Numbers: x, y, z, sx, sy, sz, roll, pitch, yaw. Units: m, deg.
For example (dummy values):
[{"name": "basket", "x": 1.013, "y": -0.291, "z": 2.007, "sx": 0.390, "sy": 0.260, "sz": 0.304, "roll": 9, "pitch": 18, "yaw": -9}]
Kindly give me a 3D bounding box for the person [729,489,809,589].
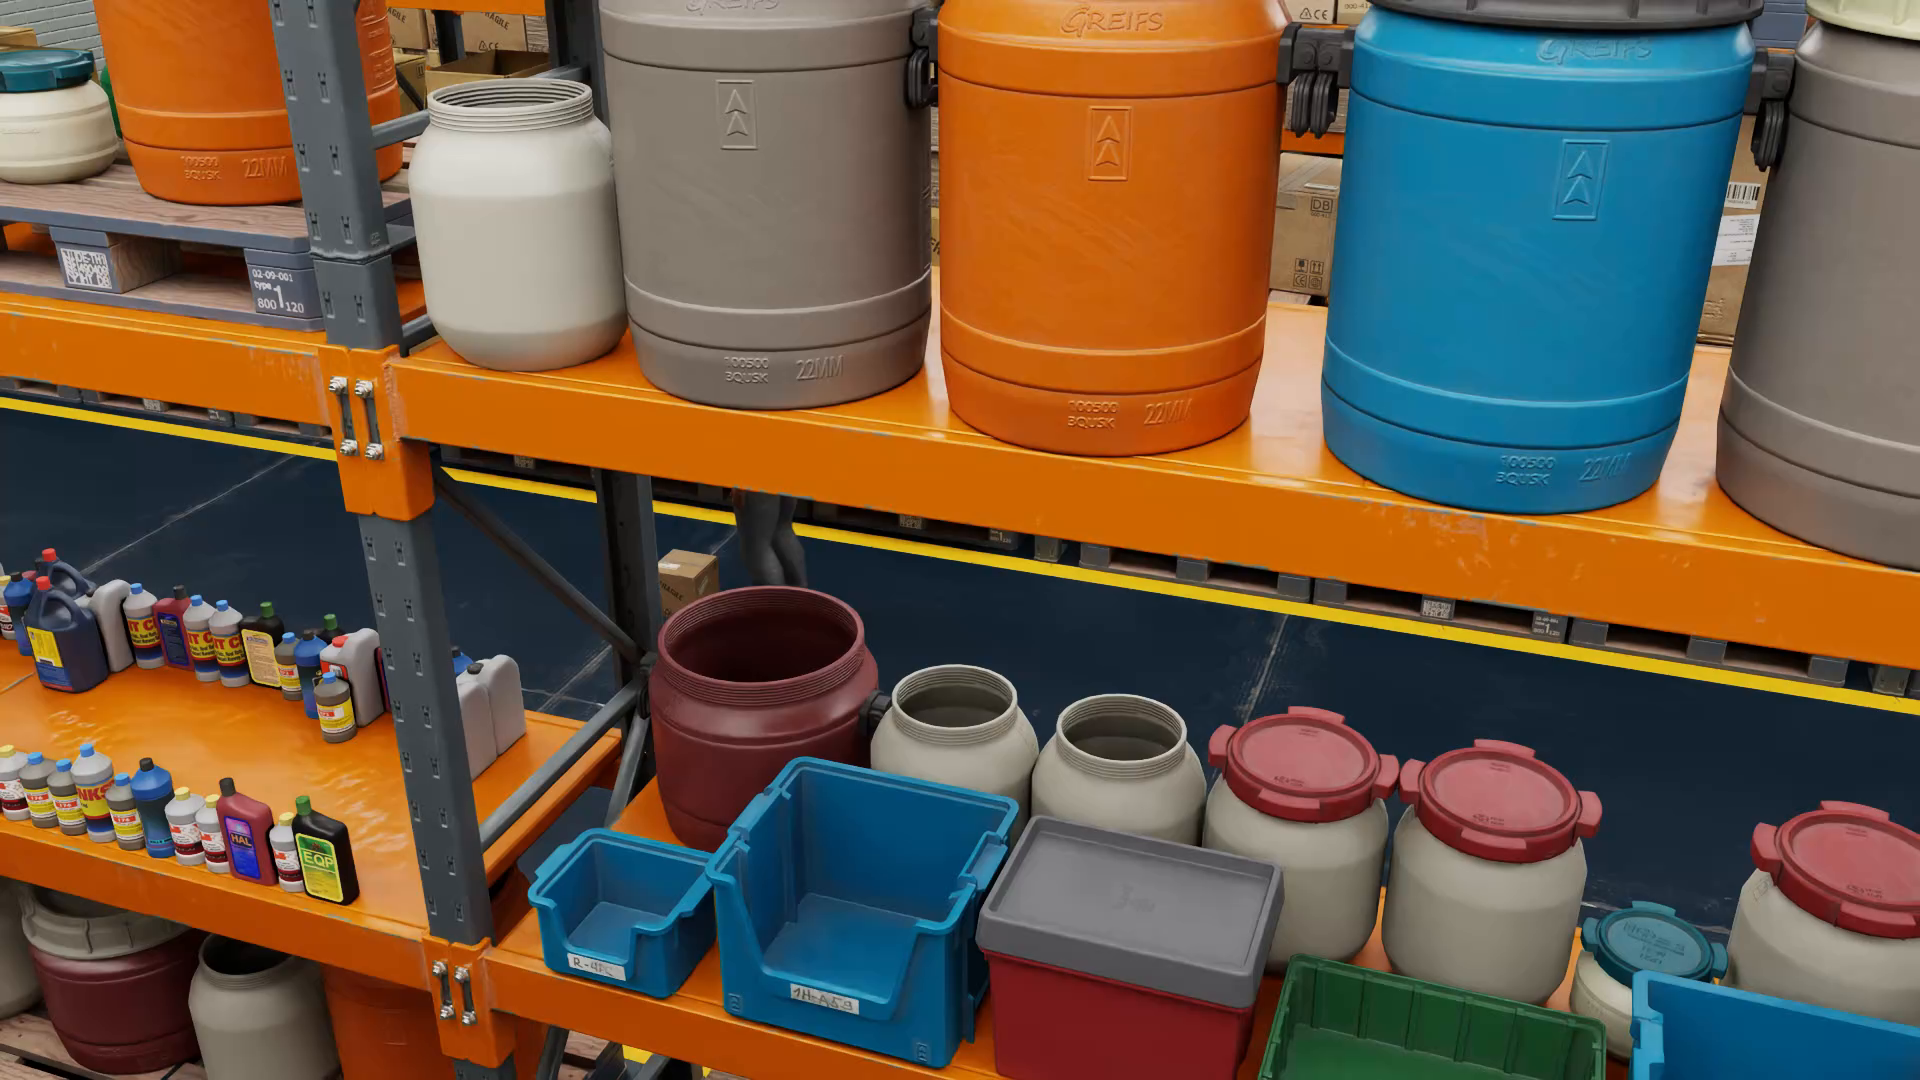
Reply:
[{"name": "person", "x": -0.917, "y": -0.317, "z": 7.781, "sx": 0.312, "sy": 1.661, "sz": 0.437, "roll": 11, "pitch": 28, "yaw": 21}]
